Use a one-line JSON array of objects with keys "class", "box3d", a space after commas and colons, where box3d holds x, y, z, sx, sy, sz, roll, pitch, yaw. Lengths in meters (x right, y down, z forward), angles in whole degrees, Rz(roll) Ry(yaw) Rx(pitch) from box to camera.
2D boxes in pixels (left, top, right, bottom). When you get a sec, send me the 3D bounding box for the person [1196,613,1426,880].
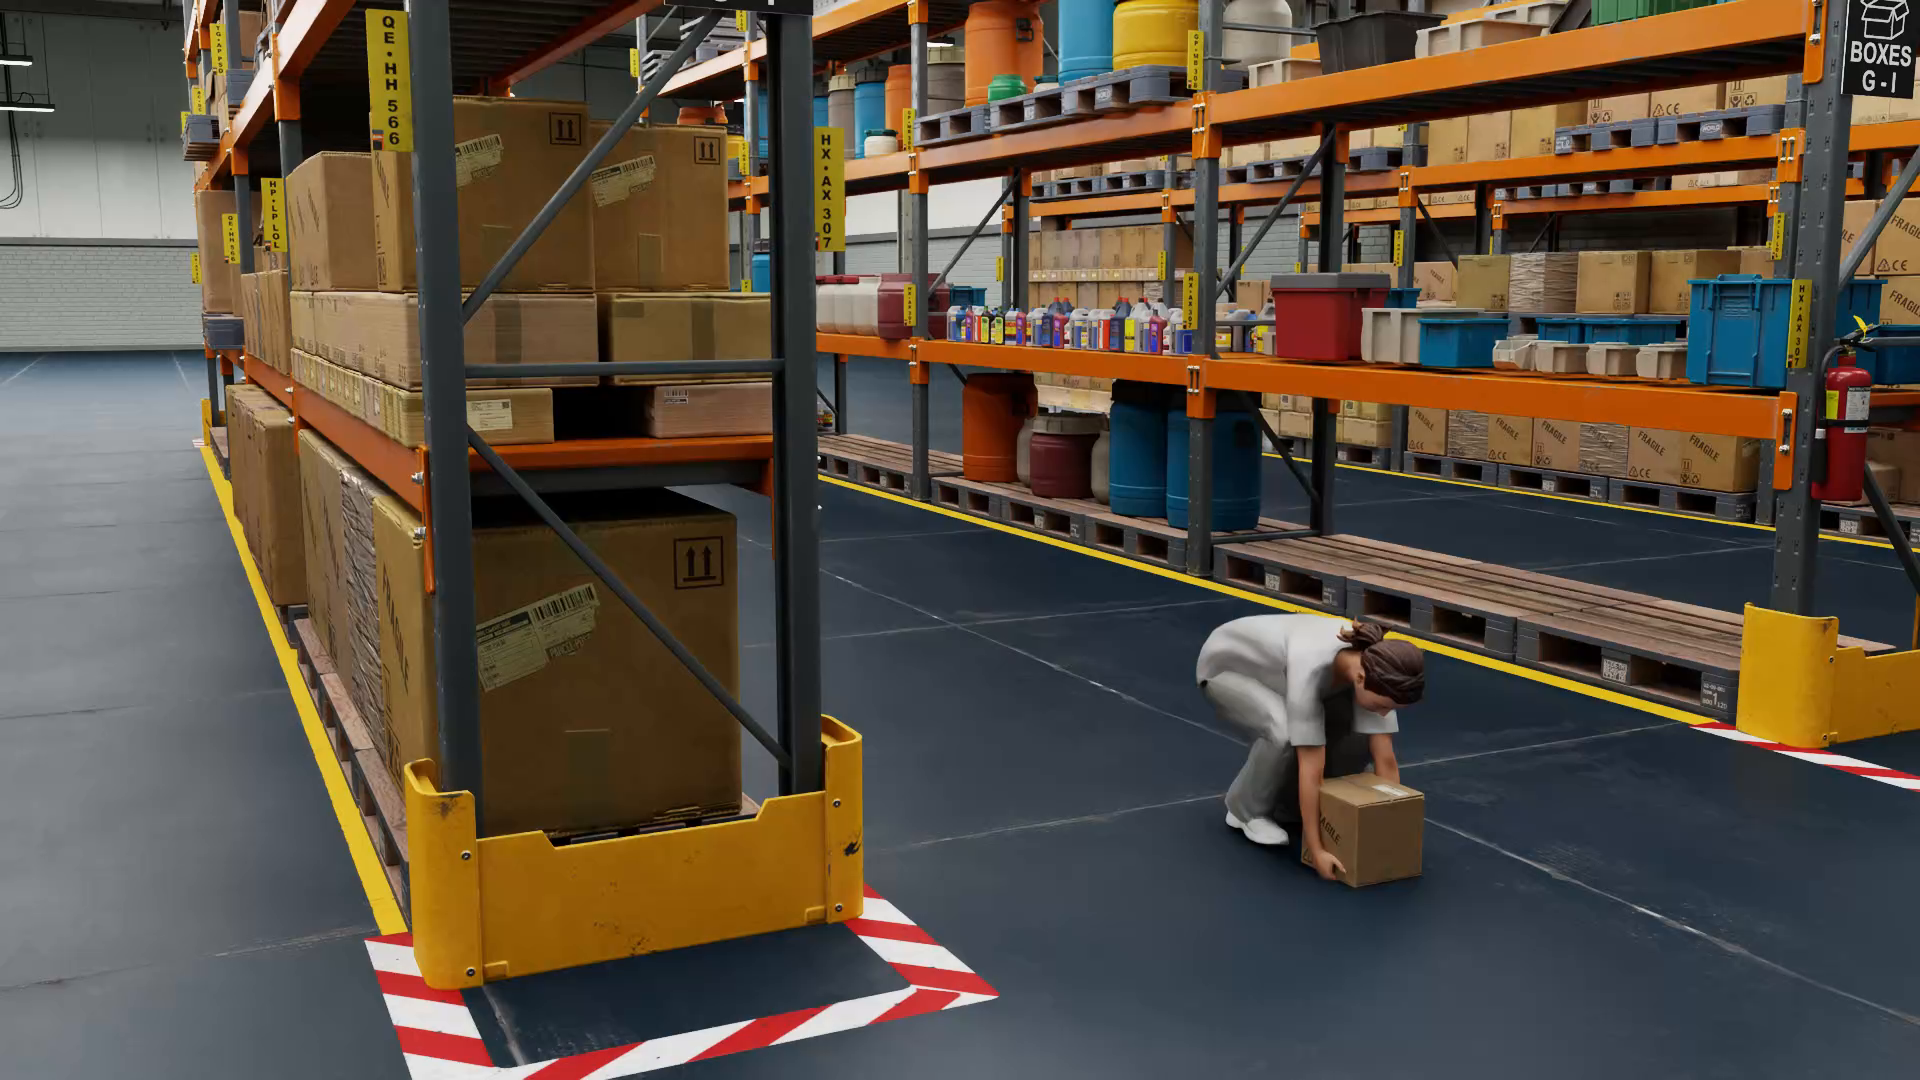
[{"class": "person", "box3d": [1.082, 0.579, 5.151, 0.436, 0.770, 0.862, -4, 10, -27]}]
